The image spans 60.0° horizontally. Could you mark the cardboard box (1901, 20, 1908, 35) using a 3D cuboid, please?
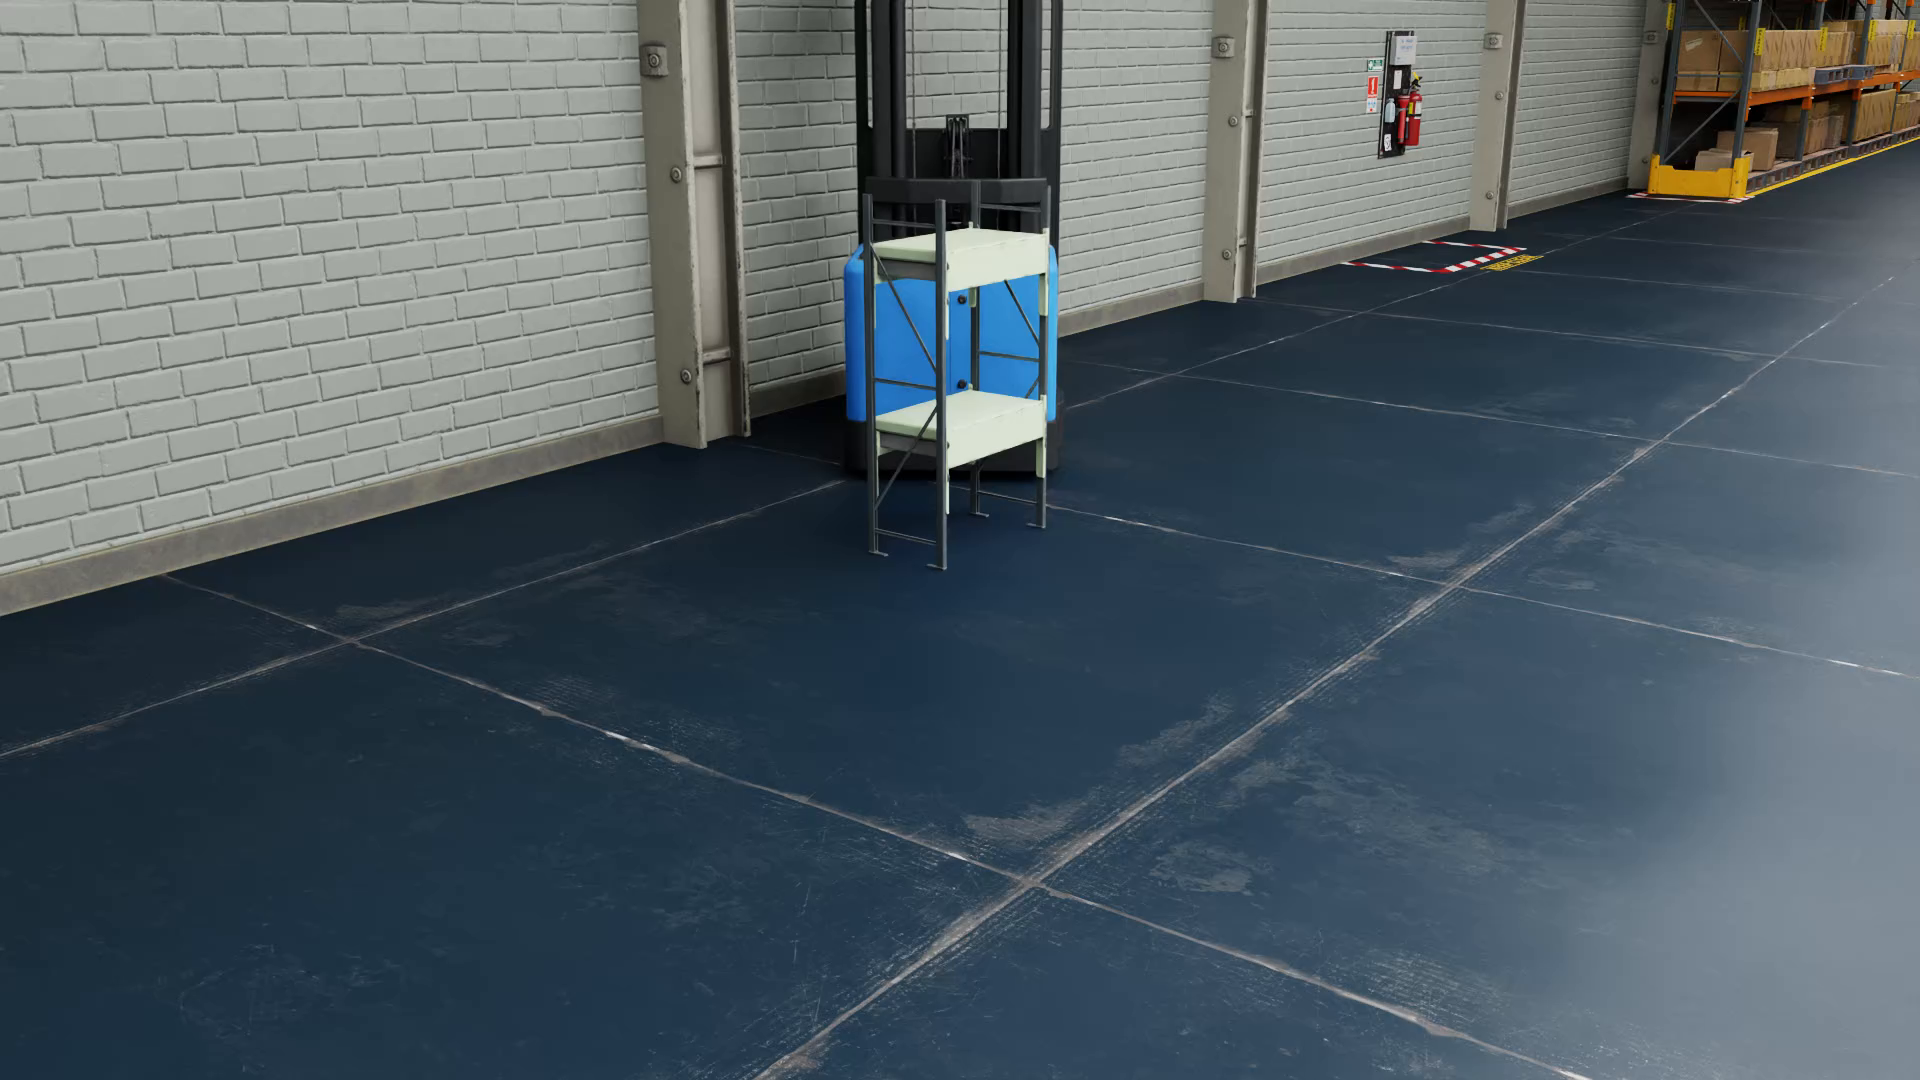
[{"bbox_3d":[16.701,-9.215,29.891,0.500,0.250,0.500,13,22,36],"label":"cardboard box"}]

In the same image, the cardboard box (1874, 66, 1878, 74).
[{"bbox_3d":[15.677,-8.155,28.837,0.380,0.149,0.250,13,21,35],"label":"cardboard box"}]

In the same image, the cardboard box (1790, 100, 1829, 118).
[{"bbox_3d":[13.613,-6.930,26.711,0.500,0.250,0.500,13,21,36],"label":"cardboard box"}]

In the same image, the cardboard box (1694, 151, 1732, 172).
[{"bbox_3d":[10.108,-5.030,22.177,0.500,0.311,0.500,10,20,29],"label":"cardboard box"}]

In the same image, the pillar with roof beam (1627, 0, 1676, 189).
[{"bbox_3d":[12.803,-8.379,19.054,9.100,9.000,0.400,12,21,35],"label":"pillar with roof beam"}]

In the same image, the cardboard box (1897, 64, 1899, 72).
[{"bbox_3d":[16.799,-8.573,30.182,0.380,0.149,0.250,13,21,35],"label":"cardboard box"}]

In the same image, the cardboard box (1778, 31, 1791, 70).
[{"bbox_3d":[10.765,-6.550,22.233,0.500,0.500,0.500,12,21,33],"label":"cardboard box"}]

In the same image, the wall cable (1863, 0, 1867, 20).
[{"bbox_3d":[19.160,-10.724,35.005,0.084,1.984,1.851,12,21,35],"label":"wall cable"}]

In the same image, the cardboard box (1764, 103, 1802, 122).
[{"bbox_3d":[12.692,-6.567,25.540,0.500,0.250,0.500,12,21,34],"label":"cardboard box"}]

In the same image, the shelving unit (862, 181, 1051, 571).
[{"bbox_3d":[-0.004,-0.715,7.016,0.431,1.500,0.755,12,21,35],"label":"shelving unit"}]

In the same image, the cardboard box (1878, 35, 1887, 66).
[{"bbox_3d":[15.501,-8.372,28.441,0.500,0.500,0.500,12,21,34],"label":"cardboard box"}]

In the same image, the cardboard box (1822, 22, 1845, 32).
[{"bbox_3d":[14.029,-8.262,26.787,0.380,0.149,0.250,9,19,26],"label":"cardboard box"}]

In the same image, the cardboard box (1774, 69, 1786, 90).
[{"bbox_3d":[10.775,-6.200,22.371,0.500,0.250,0.500,12,21,34],"label":"cardboard box"}]

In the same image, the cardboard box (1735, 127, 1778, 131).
[{"bbox_3d":[11.420,-5.670,23.919,0.500,0.500,0.500,11,20,31],"label":"cardboard box"}]

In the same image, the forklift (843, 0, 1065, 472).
[{"bbox_3d":[0.002,-2.116,9.115,1.130,2.935,3.031,1,17,2],"label":"forklift"}]

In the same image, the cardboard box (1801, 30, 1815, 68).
[{"bbox_3d":[11.681,-6.917,23.415,0.500,0.500,0.500,12,21,34],"label":"cardboard box"}]

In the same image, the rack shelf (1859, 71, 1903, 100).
[{"bbox_3d":[15.582,-7.994,29.140,1.077,0.370,4.000,12,21,35],"label":"rack shelf"}]

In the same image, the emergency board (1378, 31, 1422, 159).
[{"bbox_3d":[4.268,-4.264,15.918,0.194,1.169,0.643,12,21,35],"label":"emergency board"}]

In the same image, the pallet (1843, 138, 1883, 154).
[{"bbox_3d":[15.648,-6.993,29.407,1.003,0.211,1.213,12,21,35],"label":"pallet"}]

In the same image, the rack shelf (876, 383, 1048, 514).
[{"bbox_3d":[-0.004,-0.403,7.113,0.431,0.370,0.720,12,21,35],"label":"rack shelf"}]

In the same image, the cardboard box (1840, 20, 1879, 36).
[{"bbox_3d":[14.885,-8.488,27.550,0.500,0.250,0.500,13,22,36],"label":"cardboard box"}]

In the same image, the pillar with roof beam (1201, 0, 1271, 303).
[{"bbox_3d":[5.653,-5.521,9.850,9.100,9.000,0.400,12,21,35],"label":"pillar with roof beam"}]

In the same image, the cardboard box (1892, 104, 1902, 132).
[{"bbox_3d":[17.301,-7.980,31.391,0.700,0.500,0.500,13,21,35],"label":"cardboard box"}]

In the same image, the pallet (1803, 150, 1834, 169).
[{"bbox_3d":[13.196,-6.054,26.383,1.003,0.211,1.213,12,21,35],"label":"pallet"}]

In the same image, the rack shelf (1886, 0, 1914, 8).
[{"bbox_3d":[17.965,-10.379,31.763,1.077,0.370,4.000,12,21,35],"label":"rack shelf"}]

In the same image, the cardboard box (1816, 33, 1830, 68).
[{"bbox_3d":[12.676,-7.413,25.147,0.700,0.500,0.500,15,23,40],"label":"cardboard box"}]

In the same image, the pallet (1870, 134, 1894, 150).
[{"bbox_3d":[16.374,-7.285,30.347,1.003,0.211,1.213,12,21,35],"label":"pallet"}]

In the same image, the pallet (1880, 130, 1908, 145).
[{"bbox_3d":[17.289,-7.649,31.520,1.003,0.211,1.213,12,21,35],"label":"pallet"}]

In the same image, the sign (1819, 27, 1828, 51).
[{"bbox_3d":[12.447,-7.228,24.001,0.100,0.325,0.005,12,21,35],"label":"sign"}]

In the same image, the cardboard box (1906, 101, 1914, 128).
[{"bbox_3d":[18.223,-8.350,32.580,0.700,0.500,0.500,12,21,33],"label":"cardboard box"}]

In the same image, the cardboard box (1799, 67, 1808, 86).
[{"bbox_3d":[11.664,-6.563,23.538,0.500,0.250,0.500,13,21,35],"label":"cardboard box"}]

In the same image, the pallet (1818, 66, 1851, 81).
[{"bbox_3d":[13.243,-7.291,25.987,1.003,0.211,1.213,12,21,35],"label":"pallet"}]

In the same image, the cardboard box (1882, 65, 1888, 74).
[{"bbox_3d":[16.168,-8.335,29.416,0.380,0.149,0.250,12,21,35],"label":"cardboard box"}]

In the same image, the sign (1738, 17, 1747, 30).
[{"bbox_3d":[11.559,-7.558,24.573,0.100,0.325,0.005,12,21,35],"label":"sign"}]

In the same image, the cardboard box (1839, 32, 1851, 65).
[{"bbox_3d":[13.807,-7.867,26.609,0.700,0.500,0.500,10,20,30],"label":"cardboard box"}]

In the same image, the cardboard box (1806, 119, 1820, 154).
[{"bbox_3d":[13.036,-6.349,26.105,0.700,0.500,0.500,13,21,35],"label":"cardboard box"}]

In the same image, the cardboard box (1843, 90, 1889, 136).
[{"bbox_3d":[15.963,-7.598,29.568,0.750,0.750,0.750,13,22,36],"label":"cardboard box"}]

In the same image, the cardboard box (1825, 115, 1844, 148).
[{"bbox_3d":[14.003,-6.697,27.223,0.700,0.500,0.500,13,21,35],"label":"cardboard box"}]

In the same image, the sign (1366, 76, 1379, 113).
[{"bbox_3d":[3.855,-4.168,15.547,0.001,0.329,0.234,12,21,35],"label":"sign"}]

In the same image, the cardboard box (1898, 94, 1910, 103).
[{"bbox_3d":[17.963,-8.464,31.854,0.380,0.149,0.250,12,21,33],"label":"cardboard box"}]

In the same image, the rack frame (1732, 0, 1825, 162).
[{"bbox_3d":[12.007,-6.908,24.432,1.000,3.000,0.127,12,21,35],"label":"rack frame"}]

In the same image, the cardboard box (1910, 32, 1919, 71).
[{"bbox_3d":[17.549,-9.256,31.487,0.980,0.700,0.700,12,21,33],"label":"cardboard box"}]

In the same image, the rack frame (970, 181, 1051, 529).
[{"bbox_3d":[0.214,-0.802,7.297,0.400,1.500,0.023,12,21,35],"label":"rack frame"}]

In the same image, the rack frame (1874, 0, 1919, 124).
[{"bbox_3d":[19.157,-9.766,33.636,1.000,3.000,0.127,12,21,35],"label":"rack frame"}]

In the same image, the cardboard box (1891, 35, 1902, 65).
[{"bbox_3d":[16.405,-8.735,29.611,0.500,0.500,0.500,13,21,35],"label":"cardboard box"}]
